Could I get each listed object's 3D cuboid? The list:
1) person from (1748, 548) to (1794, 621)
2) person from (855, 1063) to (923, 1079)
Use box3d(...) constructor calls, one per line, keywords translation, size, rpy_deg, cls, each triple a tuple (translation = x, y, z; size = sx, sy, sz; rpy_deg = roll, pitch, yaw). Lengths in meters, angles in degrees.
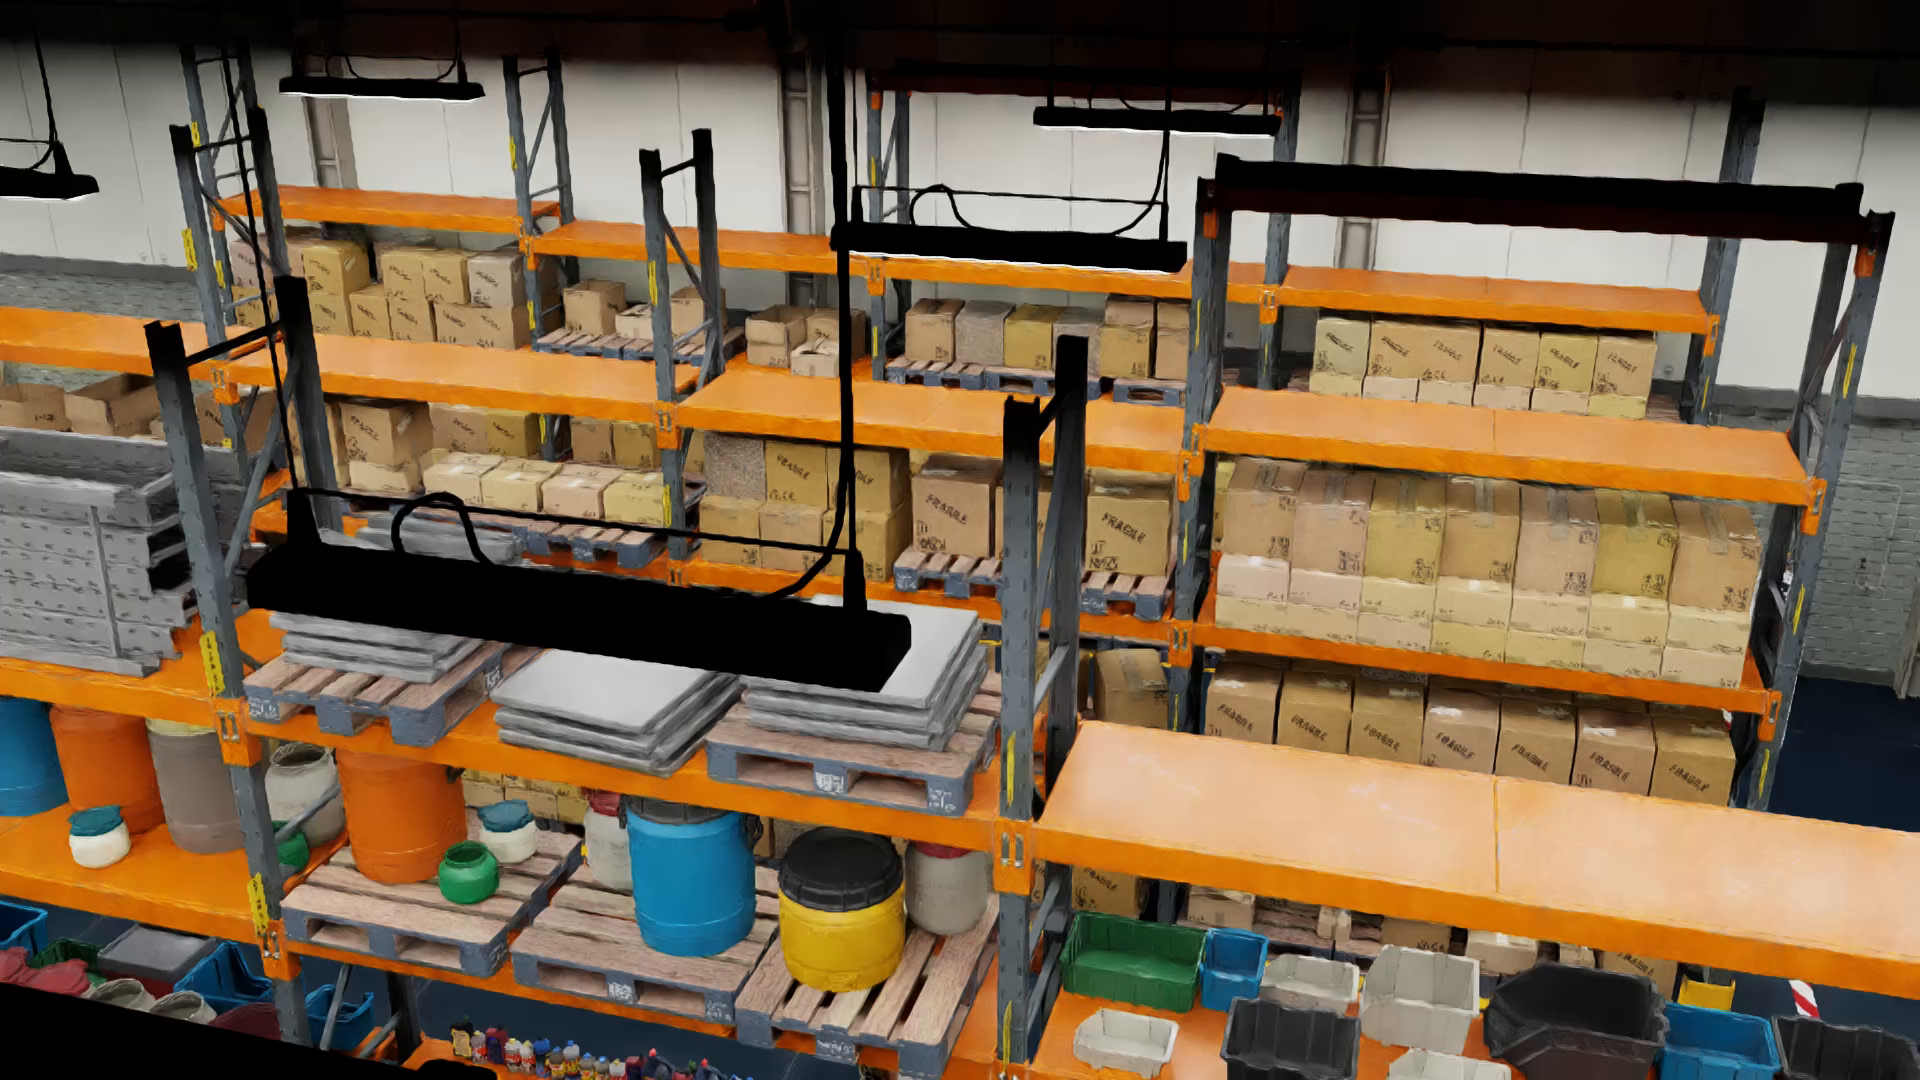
box3d(translation=(8.081, 0.834, 16.589), size=(0.465, 1.675, 0.574), rpy_deg=(-17, 28, -35), cls="person")
box3d(translation=(-0.486, 3.317, 10.565), size=(1.126, 1.672, 0.542), rpy_deg=(7, 24, 17), cls="person")
